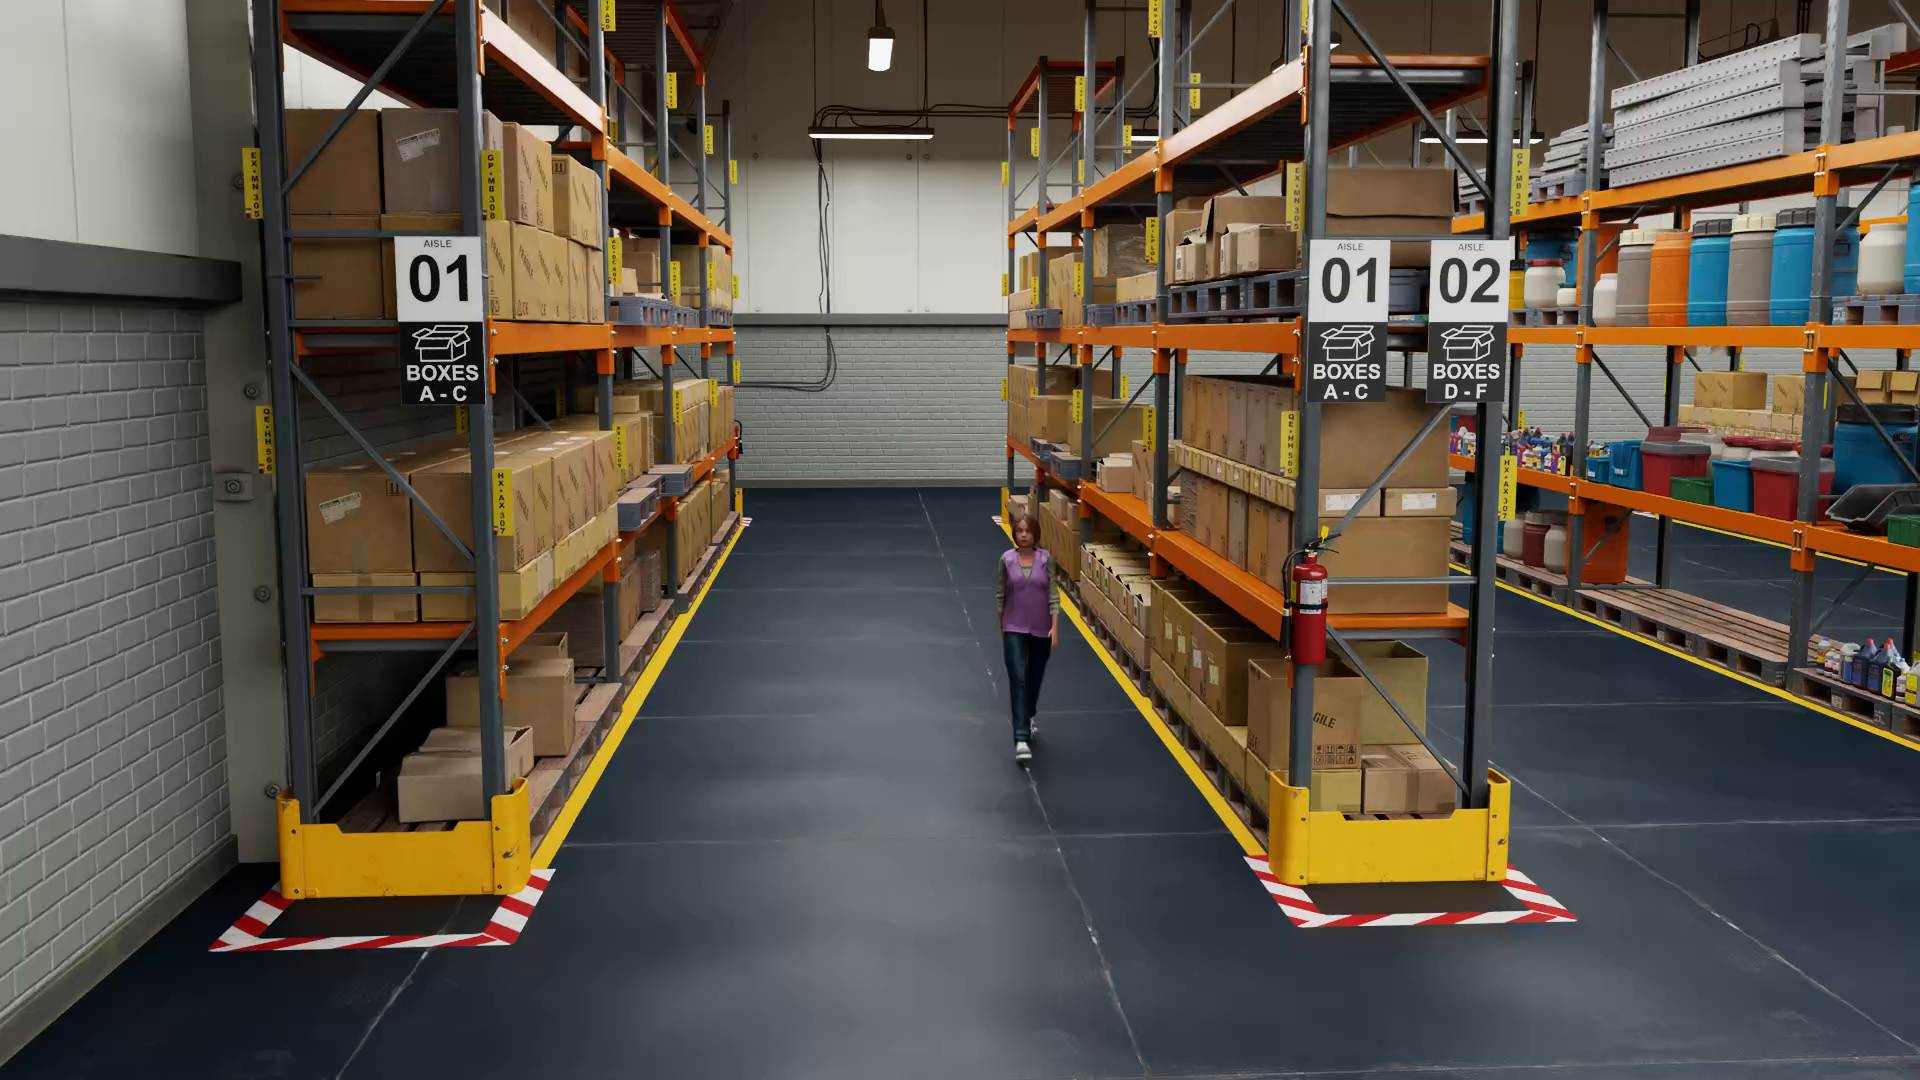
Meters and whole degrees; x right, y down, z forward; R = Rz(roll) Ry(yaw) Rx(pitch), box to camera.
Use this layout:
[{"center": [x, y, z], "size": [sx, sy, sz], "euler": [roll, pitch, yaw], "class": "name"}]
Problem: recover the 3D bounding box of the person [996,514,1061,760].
[{"center": [0.454, 0.598, 10.928], "size": [0.405, 1.535, 0.957], "euler": [-1, 7, -5], "class": "person"}]
